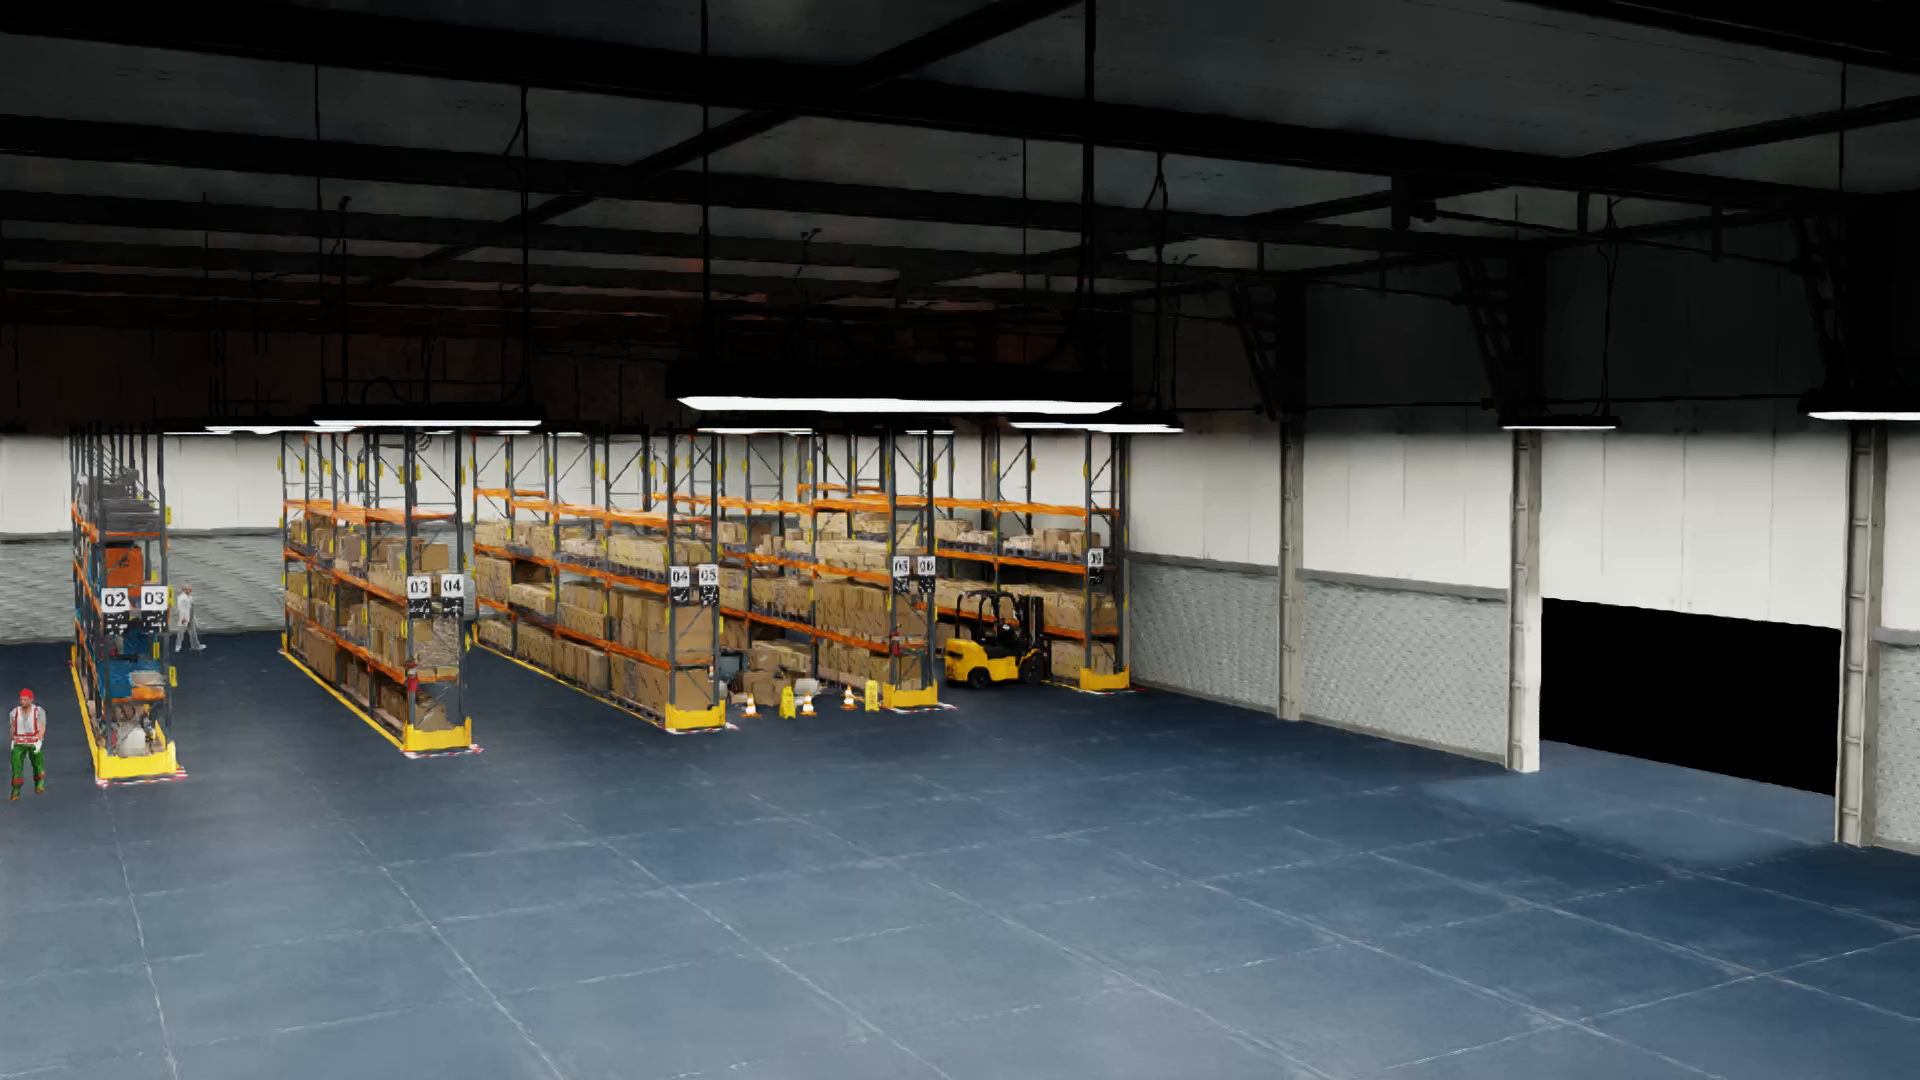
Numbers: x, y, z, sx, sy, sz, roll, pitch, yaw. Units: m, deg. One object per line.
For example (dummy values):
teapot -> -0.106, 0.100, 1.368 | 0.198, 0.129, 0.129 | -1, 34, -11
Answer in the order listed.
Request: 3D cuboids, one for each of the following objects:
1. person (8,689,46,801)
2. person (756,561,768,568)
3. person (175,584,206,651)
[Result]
person -> -14.751, 3.214, 26.317 | 0.535, 1.725, 1.024 | -1, 4, -20
person -> -6.474, 1.450, 54.782 | 0.714, 1.760, 0.465 | 2, 4, 32
person -> -20.704, 2.068, 44.576 | 0.578, 1.772, 0.775 | 1, 4, 8
